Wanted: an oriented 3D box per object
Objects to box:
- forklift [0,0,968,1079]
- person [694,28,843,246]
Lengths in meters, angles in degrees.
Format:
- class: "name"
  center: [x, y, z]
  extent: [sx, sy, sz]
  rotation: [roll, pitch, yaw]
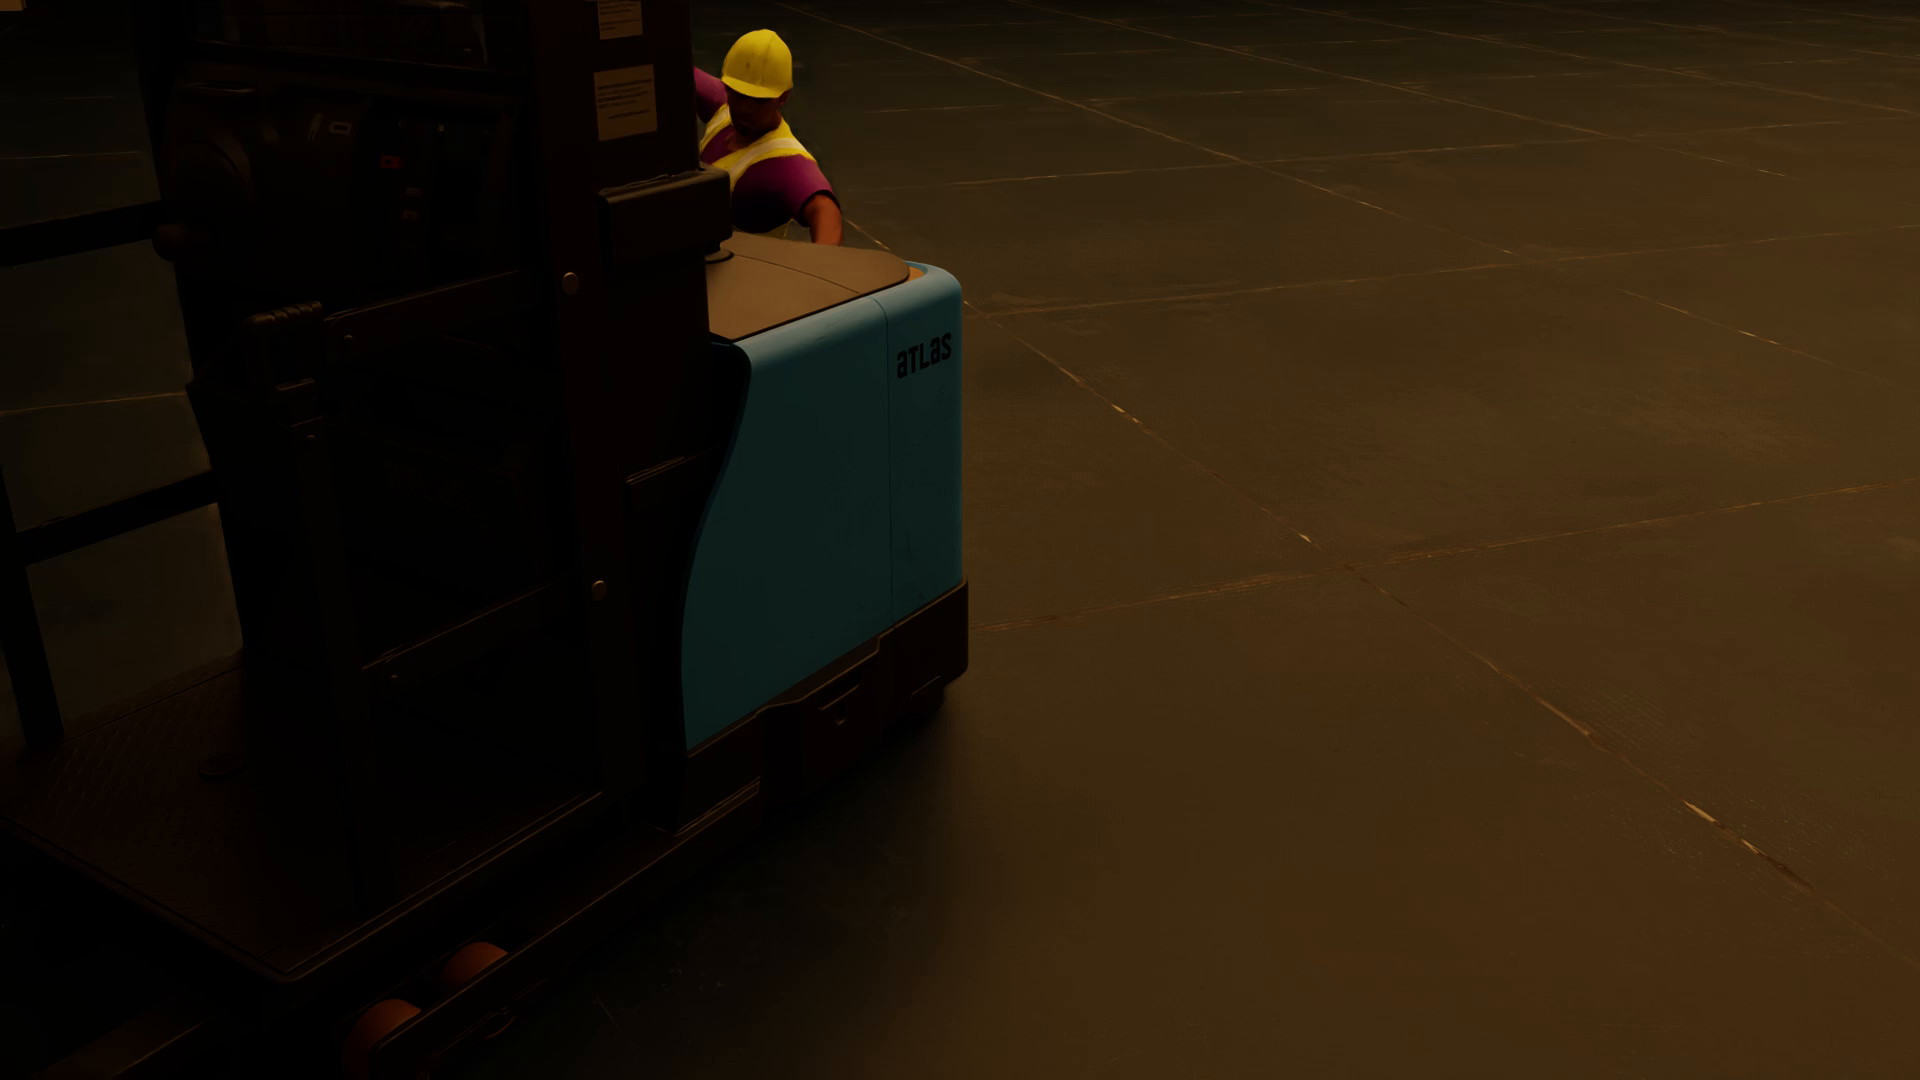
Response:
- class: "forklift"
  center: [-1.217, -0.610, 2.749]
  extent: [1.130, 2.935, 3.031]
  rotation: [15, 27, 31]
- class: "person"
  center: [-0.774, -0.737, 4.940]
  extent: [0.965, 1.471, 1.002]
  rotation: [1, 23, 2]
